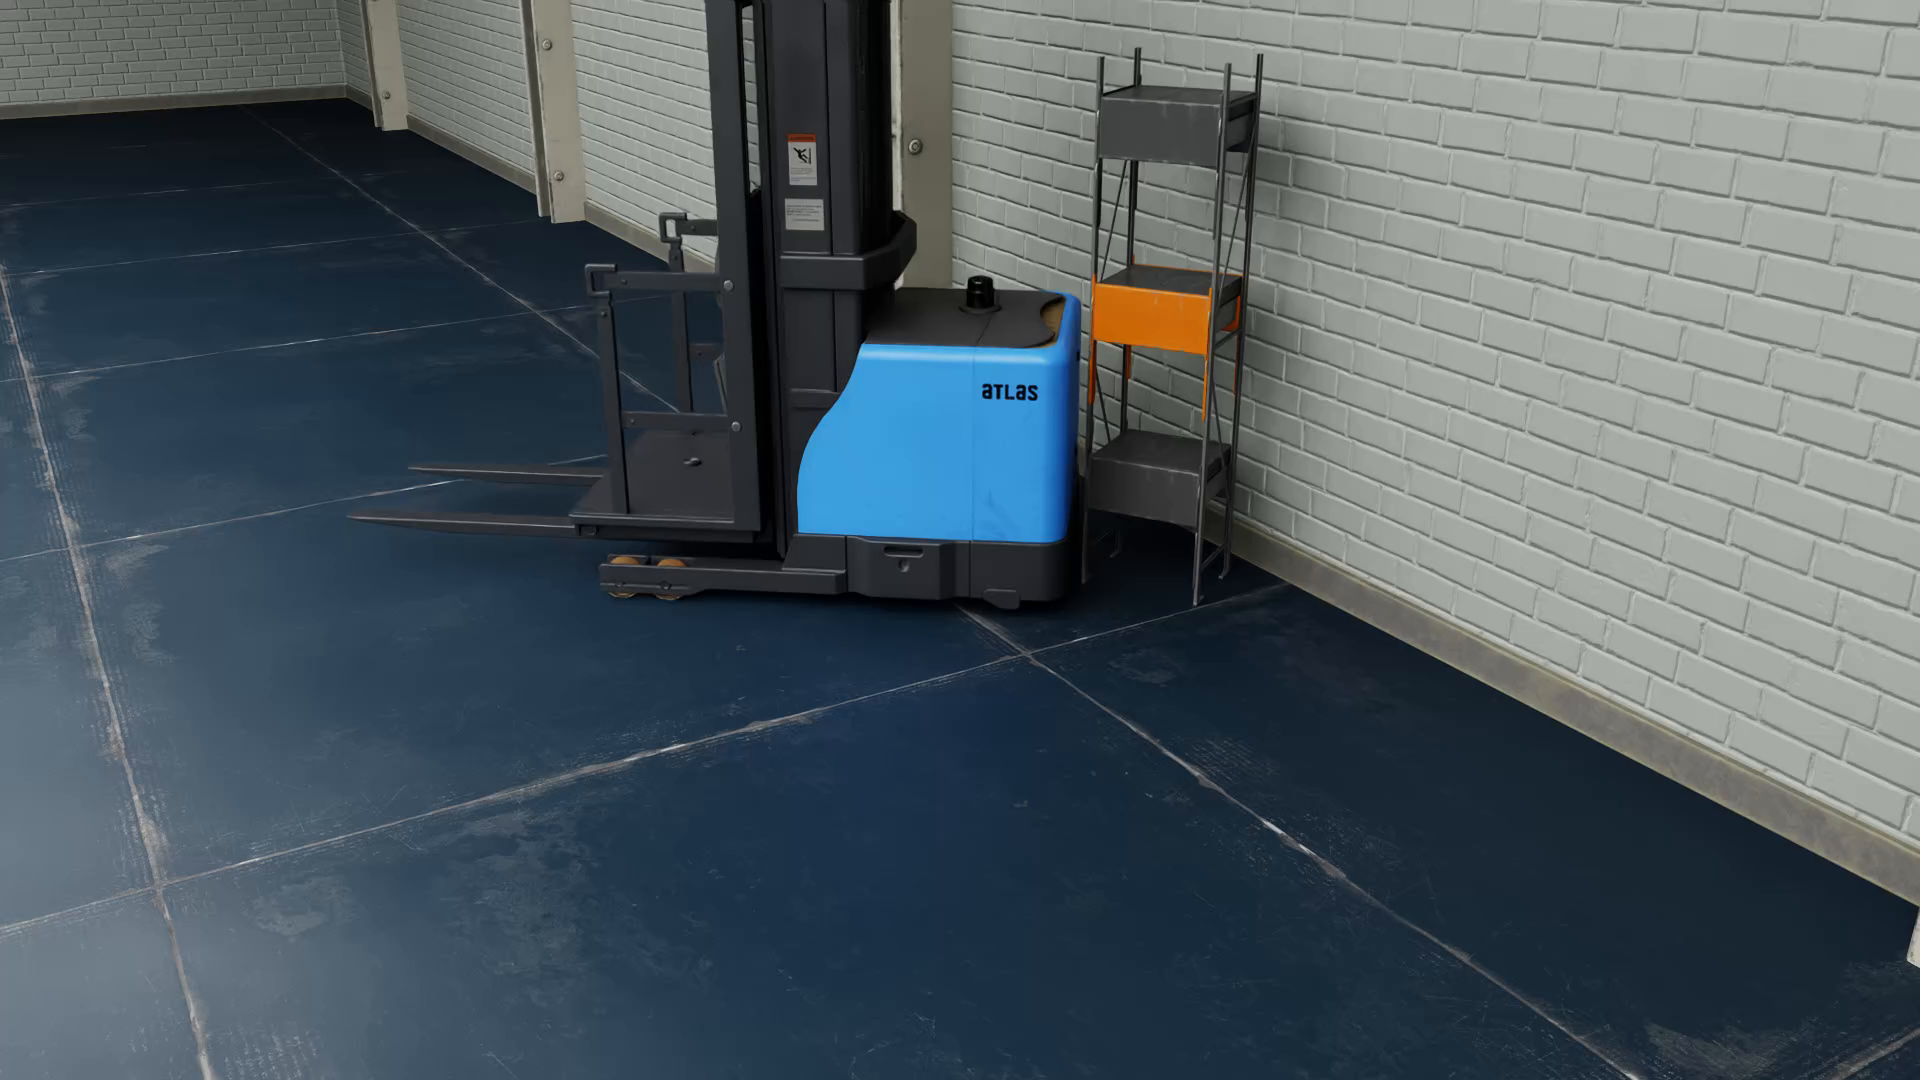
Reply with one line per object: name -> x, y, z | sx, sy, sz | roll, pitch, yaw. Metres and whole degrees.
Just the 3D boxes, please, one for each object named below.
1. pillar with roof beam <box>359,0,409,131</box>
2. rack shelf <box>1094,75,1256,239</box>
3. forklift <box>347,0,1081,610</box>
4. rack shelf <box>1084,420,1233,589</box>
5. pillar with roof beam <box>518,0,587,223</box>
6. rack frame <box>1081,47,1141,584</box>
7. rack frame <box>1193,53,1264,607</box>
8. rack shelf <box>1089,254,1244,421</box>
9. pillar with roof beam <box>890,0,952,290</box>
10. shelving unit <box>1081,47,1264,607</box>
pillar with roof beam -> -10.098, -7.995, 15.031 | 9.100, 9.000, 0.400 | -13, 25, -28
rack shelf -> 0.816, -1.452, 6.274 | 0.480, 0.518, 0.431 | 11, 25, 25
forklift -> -1.028, -1.307, 6.636 | 3.031, 2.935, 1.130 | 2, 22, 6
rack shelf -> 0.816, -0.156, 6.801 | 0.480, 0.518, 0.431 | 11, 25, 25
pillar with roof beam -> -7.033, -6.053, 10.252 | 9.100, 9.000, 0.400 | -13, 25, -28
rack frame -> 0.600, -0.859, 6.636 | 0.015, 2.100, 0.400 | 11, 25, 25
rack frame -> 1.033, -0.774, 6.428 | 0.015, 2.100, 0.400 | 11, 25, 25
rack shelf -> 0.816, -0.804, 6.537 | 0.480, 0.518, 0.431 | 11, 25, 25
pillar with roof beam -> -3.968, -4.110, 5.474 | 9.100, 9.000, 0.400 | -13, 25, -28
shelving unit -> 0.816, -0.817, 6.532 | 0.503, 2.100, 0.431 | 11, 25, 25
